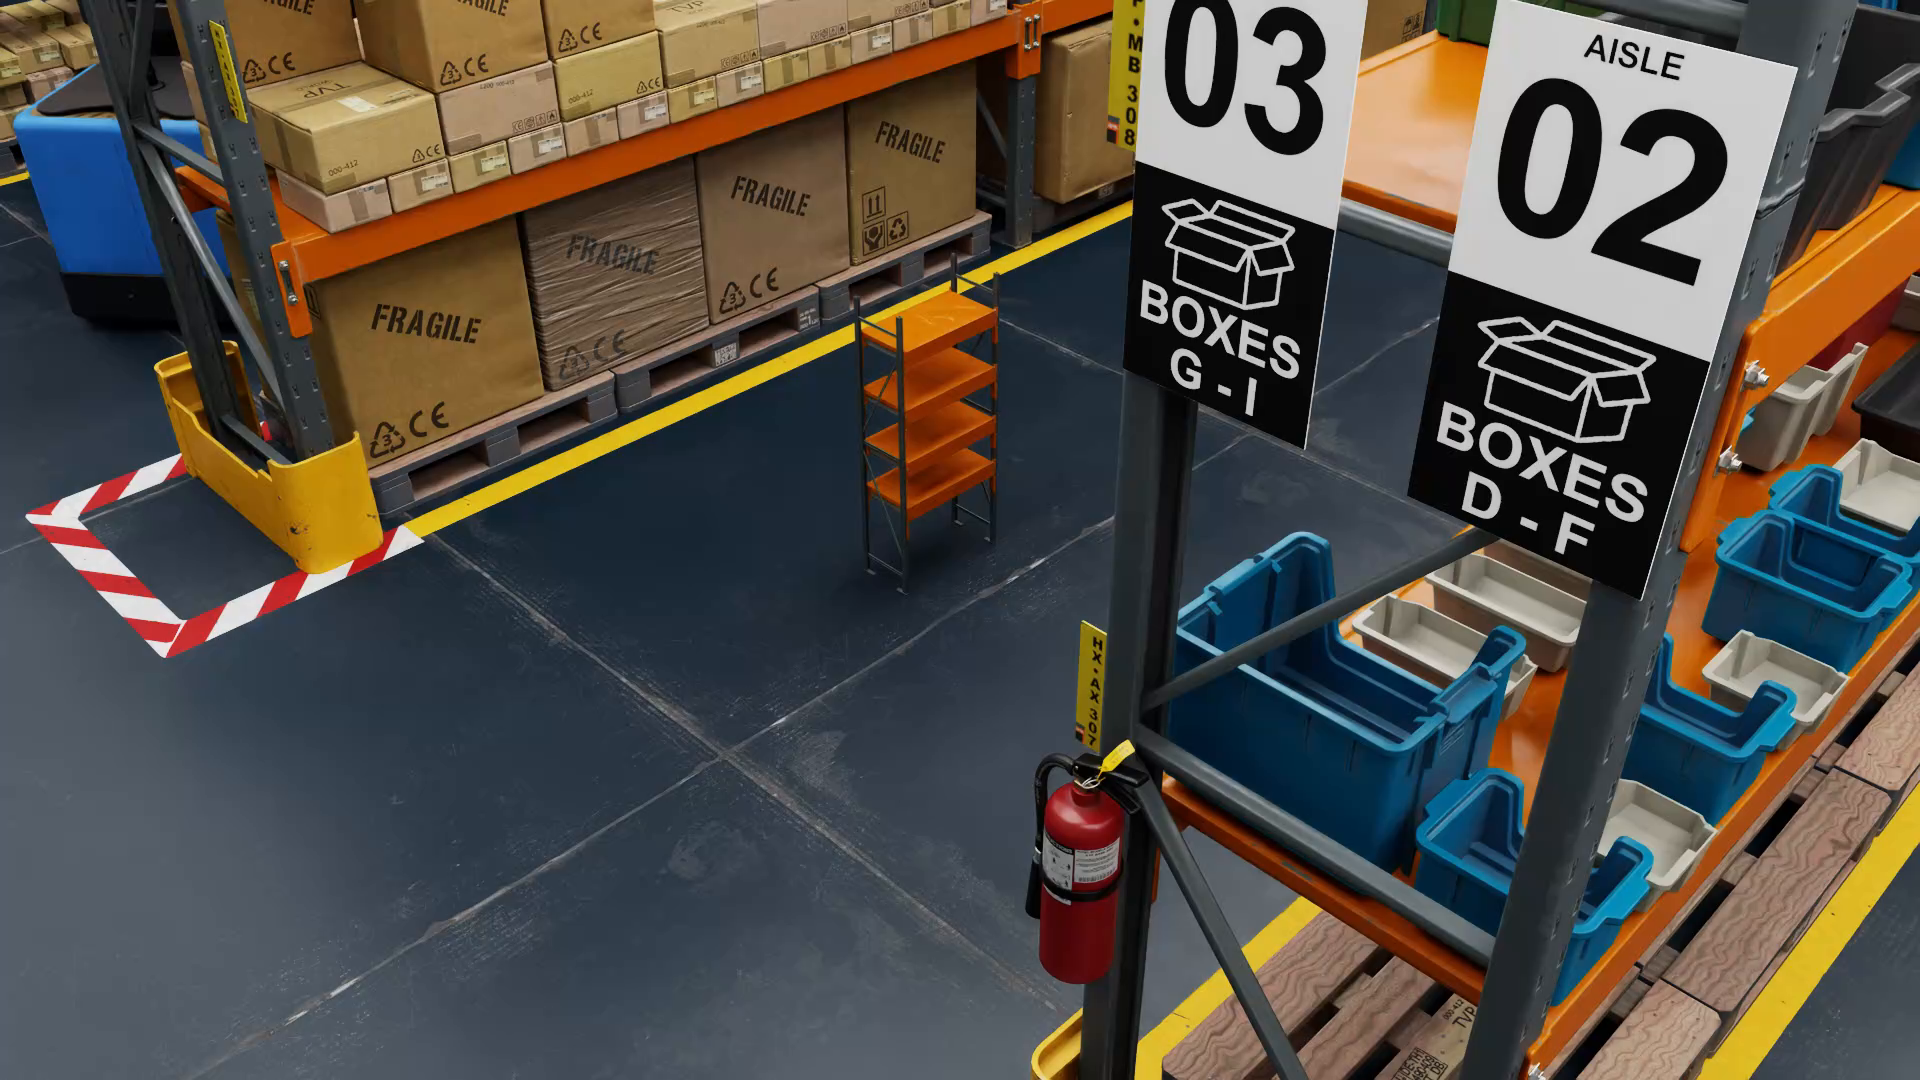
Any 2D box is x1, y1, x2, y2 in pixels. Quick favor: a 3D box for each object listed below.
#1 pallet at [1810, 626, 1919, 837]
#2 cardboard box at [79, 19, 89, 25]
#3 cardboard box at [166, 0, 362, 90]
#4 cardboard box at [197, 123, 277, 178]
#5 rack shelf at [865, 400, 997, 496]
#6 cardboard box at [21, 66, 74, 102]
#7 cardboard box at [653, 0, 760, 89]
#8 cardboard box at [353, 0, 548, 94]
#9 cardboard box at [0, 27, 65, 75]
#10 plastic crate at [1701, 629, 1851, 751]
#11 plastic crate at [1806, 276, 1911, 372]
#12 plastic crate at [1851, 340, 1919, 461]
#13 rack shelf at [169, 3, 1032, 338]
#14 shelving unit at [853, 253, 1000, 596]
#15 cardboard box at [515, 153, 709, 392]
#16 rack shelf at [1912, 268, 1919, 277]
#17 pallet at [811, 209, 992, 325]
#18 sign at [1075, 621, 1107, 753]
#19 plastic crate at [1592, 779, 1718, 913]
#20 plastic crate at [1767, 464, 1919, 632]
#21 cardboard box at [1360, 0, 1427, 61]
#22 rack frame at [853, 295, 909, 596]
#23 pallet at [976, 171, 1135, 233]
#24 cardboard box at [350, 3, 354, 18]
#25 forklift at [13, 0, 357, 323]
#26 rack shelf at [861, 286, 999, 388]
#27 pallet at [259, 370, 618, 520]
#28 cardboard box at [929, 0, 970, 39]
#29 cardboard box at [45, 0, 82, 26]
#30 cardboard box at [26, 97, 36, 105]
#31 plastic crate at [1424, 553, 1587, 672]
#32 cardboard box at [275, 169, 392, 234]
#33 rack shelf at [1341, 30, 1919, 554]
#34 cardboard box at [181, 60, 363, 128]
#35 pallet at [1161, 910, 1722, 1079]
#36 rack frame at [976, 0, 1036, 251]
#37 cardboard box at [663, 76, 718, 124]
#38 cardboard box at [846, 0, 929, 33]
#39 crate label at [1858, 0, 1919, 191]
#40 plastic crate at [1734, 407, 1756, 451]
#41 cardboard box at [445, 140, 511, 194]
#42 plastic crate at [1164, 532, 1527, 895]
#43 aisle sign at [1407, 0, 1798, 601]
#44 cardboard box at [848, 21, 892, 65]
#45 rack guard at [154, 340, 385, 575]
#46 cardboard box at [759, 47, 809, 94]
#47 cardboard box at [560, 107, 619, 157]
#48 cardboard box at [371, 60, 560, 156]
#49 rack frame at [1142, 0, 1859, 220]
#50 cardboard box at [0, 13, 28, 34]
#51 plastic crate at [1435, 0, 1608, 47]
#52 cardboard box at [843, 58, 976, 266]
[{"bbox_3d":[3.019,0.437,5.939,1.003,0.211,1.213,30,45,35],"label":"pallet"},{"bbox_3d":[-5.169,-3.101,10.180,0.380,0.149,0.250,27,43,33],"label":"cardboard box"},{"bbox_3d":[-2.667,-2.065,6.305,0.500,0.500,0.500,-29,44,-35],"label":"cardboard box"},{"bbox_3d":[-2.807,-1.568,6.595,0.250,0.149,0.380,-29,44,-35],"label":"cardboard box"},{"bbox_3d":[-0.117,-0.370,6.349,0.258,0.148,0.480,30,45,35],"label":"rack shelf"},{"bbox_3d":[-5.488,-2.756,9.945,0.380,0.149,0.250,29,44,35],"label":"cardboard box"},{"bbox_3d":[-1.212,-2.170,7.110,0.500,0.250,0.500,29,44,34],"label":"cardboard box"},{"bbox_3d":[-1.942,-2.050,6.283,0.500,0.500,0.500,28,44,34],"label":"cardboard box"},{"bbox_3d":[-5.553,-2.917,9.915,0.250,0.149,0.380,-29,44,-35],"label":"cardboard box"},{"bbox_3d":[1.861,0.347,3.809,0.250,0.136,0.298,30,45,35],"label":"plastic crate"},{"bbox_3d":[2.702,-0.810,5.181,0.402,0.464,0.583,30,45,35],"label":"plastic crate"},{"bbox_3d":[2.911,-0.370,4.846,0.437,0.125,0.590,30,45,35],"label":"plastic crate"},{"bbox_3d":[-1.415,-1.910,7.496,1.077,0.370,4.000,30,45,35],"label":"rack shelf"},{"bbox_3d":[-0.117,-0.425,6.310,0.258,1.200,0.503,30,45,35],"label":"shelving unit"},{"bbox_3d":[-1.789,-1.356,7.562,0.875,0.875,0.875,30,45,35],"label":"cardboard box"},{"bbox_3d":[4.918,-1.538,6.962,1.077,0.370,4.000,30,45,35],"label":"rack shelf"},{"bbox_3d":[-0.597,-1.596,8.854,1.003,0.211,1.213,30,45,35],"label":"pallet"},{"bbox_3d":[0.289,0.321,3.525,0.100,0.325,0.005,30,45,35],"label":"sign"},{"bbox_3d":[1.383,0.622,3.414,0.250,0.136,0.298,30,45,35],"label":"plastic crate"},{"bbox_3d":[2.238,0.023,4.189,0.416,0.233,0.300,30,45,35],"label":"plastic crate"},{"bbox_3d":[2.312,-3.670,10.880,1.225,0.875,0.875,27,43,33],"label":"cardboard box"},{"bbox_3d":[-0.289,-0.326,6.168,0.240,1.200,0.015,30,45,35],"label":"rack frame"},{"bbox_3d":[0.485,-2.217,9.744,1.003,0.211,1.213,30,45,35],"label":"pallet"},{"bbox_3d":[-4.221,-3.522,11.043,0.250,0.149,0.380,-29,44,-35],"label":"cardboard box"},{"bbox_3d":[-3.782,-3.085,8.612,1.130,2.935,3.031,2,35,4],"label":"forklift"},{"bbox_3d":[-0.117,-0.747,6.086,0.258,0.148,0.480,30,45,35],"label":"rack shelf"},{"bbox_3d":[-2.316,-0.606,7.434,1.003,0.211,1.213,30,45,35],"label":"pallet"},{"bbox_3d":[-0.170,-2.553,8.009,0.250,0.149,0.380,-29,44,-35],"label":"cardboard box"},{"bbox_3d":[-5.542,-3.312,10.482,0.380,0.149,0.250,28,43,34],"label":"cardboard box"},{"bbox_3d":[-5.550,-2.659,10.066,0.380,0.149,0.250,29,44,35],"label":"cardboard box"},{"bbox_3d":[1.351,0.171,4.061,0.396,0.136,0.243,30,45,35],"label":"plastic crate"},{"bbox_3d":[-2.340,-1.301,6.214,0.250,0.149,0.380,-29,44,-35],"label":"cardboard box"},{"bbox_3d":[2.100,-1.144,3.775,1.077,0.370,4.000,30,45,35],"label":"rack shelf"},{"bbox_3d":[-2.671,-1.758,6.519,0.500,0.250,0.500,29,44,35],"label":"cardboard box"},{"bbox_3d":[1.300,1.427,4.519,1.003,0.211,1.213,30,45,35],"label":"pallet"},{"bbox_3d":[-0.006,-3.017,8.454,1.000,3.000,0.127,30,45,35],"label":"rack frame"},{"bbox_3d":[-1.257,-1.926,7.110,0.380,0.149,0.250,28,44,34],"label":"cardboard box"},{"bbox_3d":[-0.493,-2.582,7.701,0.500,0.250,0.500,-28,44,-34],"label":"cardboard box"},{"bbox_3d":[1.570,-0.811,2.798,0.408,0.251,0.502,30,45,35],"label":"crate label"},{"bbox_3d":[1.956,-0.290,4.638,0.416,0.233,0.300,30,45,35],"label":"plastic crate"},{"bbox_3d":[-1.980,-1.510,6.513,0.380,0.149,0.250,28,44,34],"label":"cardboard box"},{"bbox_3d":[0.794,0.352,3.539,0.616,0.435,0.499,30,45,35],"label":"plastic crate"},{"bbox_3d":[0.851,-0.315,2.306,0.394,0.787,0.004,30,45,35],"label":"aisle sign"},{"bbox_3d":[-0.531,-2.345,7.710,0.250,0.149,0.380,-29,44,-35],"label":"cardboard box"},{"bbox_3d":[-2.841,-0.358,6.827,1.175,0.500,0.348,30,45,35],"label":"rack guard"},{"bbox_3d":[-0.893,-2.136,7.411,0.380,0.149,0.250,29,44,35],"label":"cardboard box"},{"bbox_3d":[-1.617,-1.719,6.813,0.380,0.149,0.250,29,44,34],"label":"cardboard box"},{"bbox_3d":[-1.933,-1.754,6.513,0.500,0.250,0.500,29,44,35],"label":"cardboard box"},{"bbox_3d":[0.691,-1.858,1.547,1.000,3.000,0.127,30,45,35],"label":"rack frame"},{"bbox_3d":[-5.862,-3.076,10.144,0.250,0.149,0.380,-29,44,-35],"label":"cardboard box"},{"bbox_3d":[1.183,-1.056,3.205,0.450,0.188,0.336,30,45,35],"label":"plastic crate"},{"bbox_3d":[-0.527,-2.082,8.604,0.875,0.875,0.875,30,45,35],"label":"cardboard box"}]
